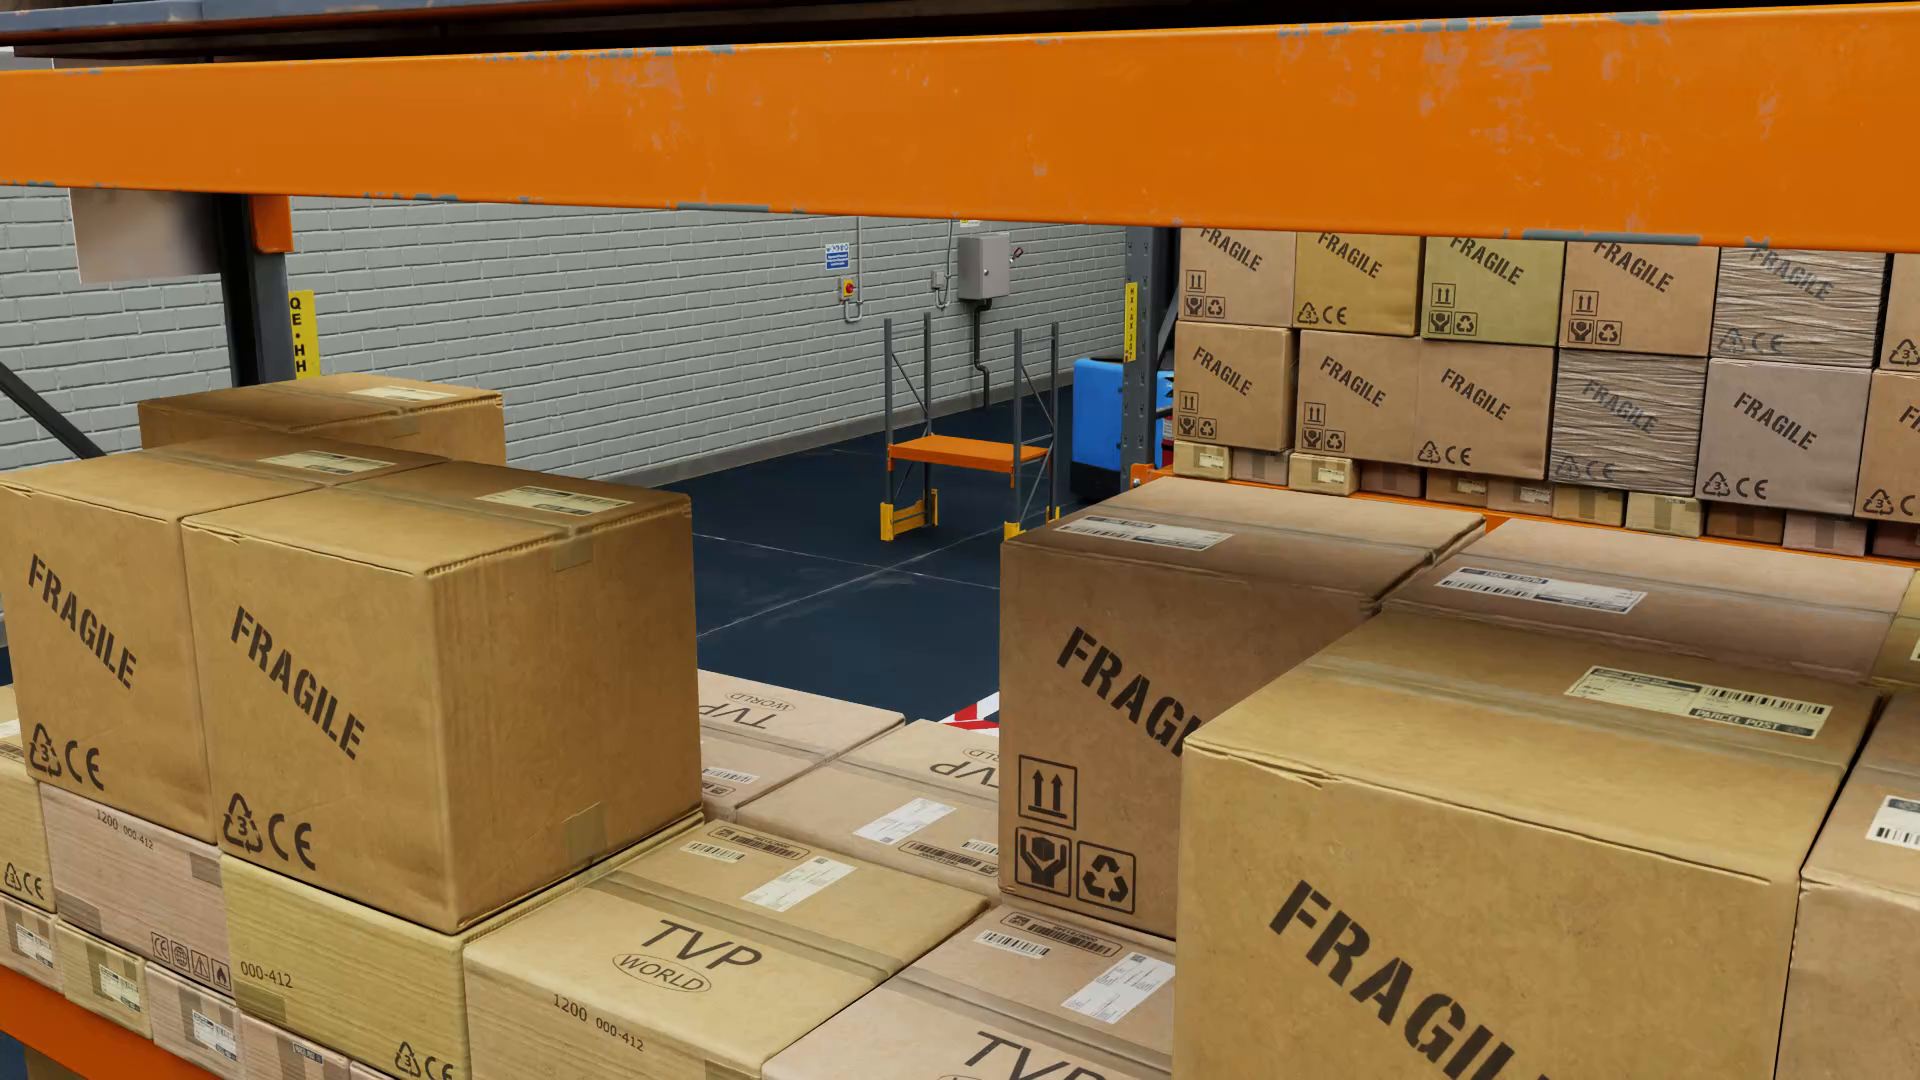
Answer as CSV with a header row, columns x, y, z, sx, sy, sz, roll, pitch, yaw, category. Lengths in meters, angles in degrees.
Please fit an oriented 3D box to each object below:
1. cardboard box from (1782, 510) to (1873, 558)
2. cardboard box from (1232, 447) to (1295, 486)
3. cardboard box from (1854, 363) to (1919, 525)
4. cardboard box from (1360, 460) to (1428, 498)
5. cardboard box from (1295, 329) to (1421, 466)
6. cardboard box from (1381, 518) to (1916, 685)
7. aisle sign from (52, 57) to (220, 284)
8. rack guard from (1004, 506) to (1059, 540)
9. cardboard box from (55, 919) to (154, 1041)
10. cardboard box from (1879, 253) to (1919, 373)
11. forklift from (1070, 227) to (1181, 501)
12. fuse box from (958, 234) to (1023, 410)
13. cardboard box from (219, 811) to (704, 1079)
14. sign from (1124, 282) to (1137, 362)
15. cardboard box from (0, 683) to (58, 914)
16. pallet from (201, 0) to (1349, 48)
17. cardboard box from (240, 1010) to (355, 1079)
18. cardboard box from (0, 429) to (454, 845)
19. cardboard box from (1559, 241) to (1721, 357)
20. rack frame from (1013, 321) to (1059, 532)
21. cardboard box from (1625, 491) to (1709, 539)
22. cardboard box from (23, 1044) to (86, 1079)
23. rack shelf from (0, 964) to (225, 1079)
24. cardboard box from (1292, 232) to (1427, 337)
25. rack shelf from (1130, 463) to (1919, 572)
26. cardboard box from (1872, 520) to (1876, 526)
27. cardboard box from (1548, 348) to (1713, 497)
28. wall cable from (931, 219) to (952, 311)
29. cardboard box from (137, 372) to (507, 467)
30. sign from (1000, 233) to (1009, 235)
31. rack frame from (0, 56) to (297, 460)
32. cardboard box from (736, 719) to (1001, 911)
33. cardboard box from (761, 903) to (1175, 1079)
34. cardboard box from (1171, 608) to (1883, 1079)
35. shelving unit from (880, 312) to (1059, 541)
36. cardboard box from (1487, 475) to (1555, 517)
x,y,z,sx,sy,sz,roll,pitch,yaw,category
3.066,-0.064,5.862,0.250,0.149,0.380,8,16,30,cardboard box
1.340,-0.344,6.991,0.250,0.149,0.380,10,17,35,cardboard box
3.349,-0.335,5.607,0.500,0.500,0.500,9,16,31,cardboard box
1.825,-0.289,6.772,0.250,0.149,0.380,10,17,35,cardboard box
1.696,-0.611,6.722,0.500,0.500,0.500,9,17,33,cardboard box
0.828,0.293,2.028,0.500,0.500,0.500,9,17,33,cardboard box
-1.725,-0.956,3.533,0.004,0.787,0.394,9,17,33,aisle sign
0.476,-0.044,10.982,0.087,0.250,0.587,9,17,33,rack guard
-1.296,0.679,2.861,0.250,0.149,0.380,9,16,31,cardboard box
3.366,-0.819,5.483,0.500,0.500,0.500,9,16,31,cardboard box
2.299,-1.846,12.682,3.031,2.935,1.130,-11,17,-36,forklift
0.300,-2.126,16.351,0.414,1.711,0.539,9,17,33,fuse box
-0.735,0.558,2.518,0.500,0.250,0.500,9,16,31,cardboard box
0.717,-0.912,6.964,0.005,0.325,0.100,9,17,33,sign
-1.585,0.422,3.070,0.500,0.250,0.500,9,16,31,cardboard box
-0.195,-0.777,2.161,1.213,0.211,1.003,9,17,33,pallet
-0.868,0.748,2.582,0.250,0.149,0.380,9,16,32,cardboard box
-1.170,0.125,2.709,0.500,0.500,0.500,9,16,31,cardboard box
2.510,-0.957,6.039,0.500,0.500,0.500,9,16,31,cardboard box
0.493,-0.648,10.821,0.032,1.500,0.500,9,17,33,rack frame
2.634,-0.129,6.124,0.250,0.149,0.380,10,17,34,cardboard box
-1.257,1.273,3.487,0.875,0.875,0.875,9,17,33,cardboard box
-0.173,0.993,2.568,4.000,0.370,1.077,9,17,33,rack shelf
1.666,-1.099,6.612,0.500,0.500,0.500,10,17,34,cardboard box
2.679,0.017,6.508,4.000,0.370,1.077,9,17,33,rack shelf
3.385,-0.175,6.309,0.250,0.149,0.380,10,17,34,cardboard box
2.522,-0.476,6.175,0.500,0.500,0.500,9,16,31,cardboard box
-0.212,-3.130,15.610,0.122,1.984,0.588,9,17,33,wall cable
-1.282,-0.047,3.405,0.500,0.500,0.500,9,17,33,cardboard box
0.404,-2.832,16.717,0.001,0.494,0.329,9,17,33,sign
-1.831,0.375,3.568,0.053,2.616,0.949,9,17,33,rack frame
-0.005,0.521,2.669,0.500,0.250,0.500,9,17,33,cardboard box
0.119,0.696,1.963,0.500,0.250,0.500,10,17,34,cardboard box
0.542,0.400,1.598,0.500,0.500,0.500,9,17,33,cardboard box
0.063,-0.718,11.102,1.083,1.500,0.587,9,17,33,shelving unit
2.225,-0.209,6.449,0.250,0.149,0.380,9,16,32,cardboard box
